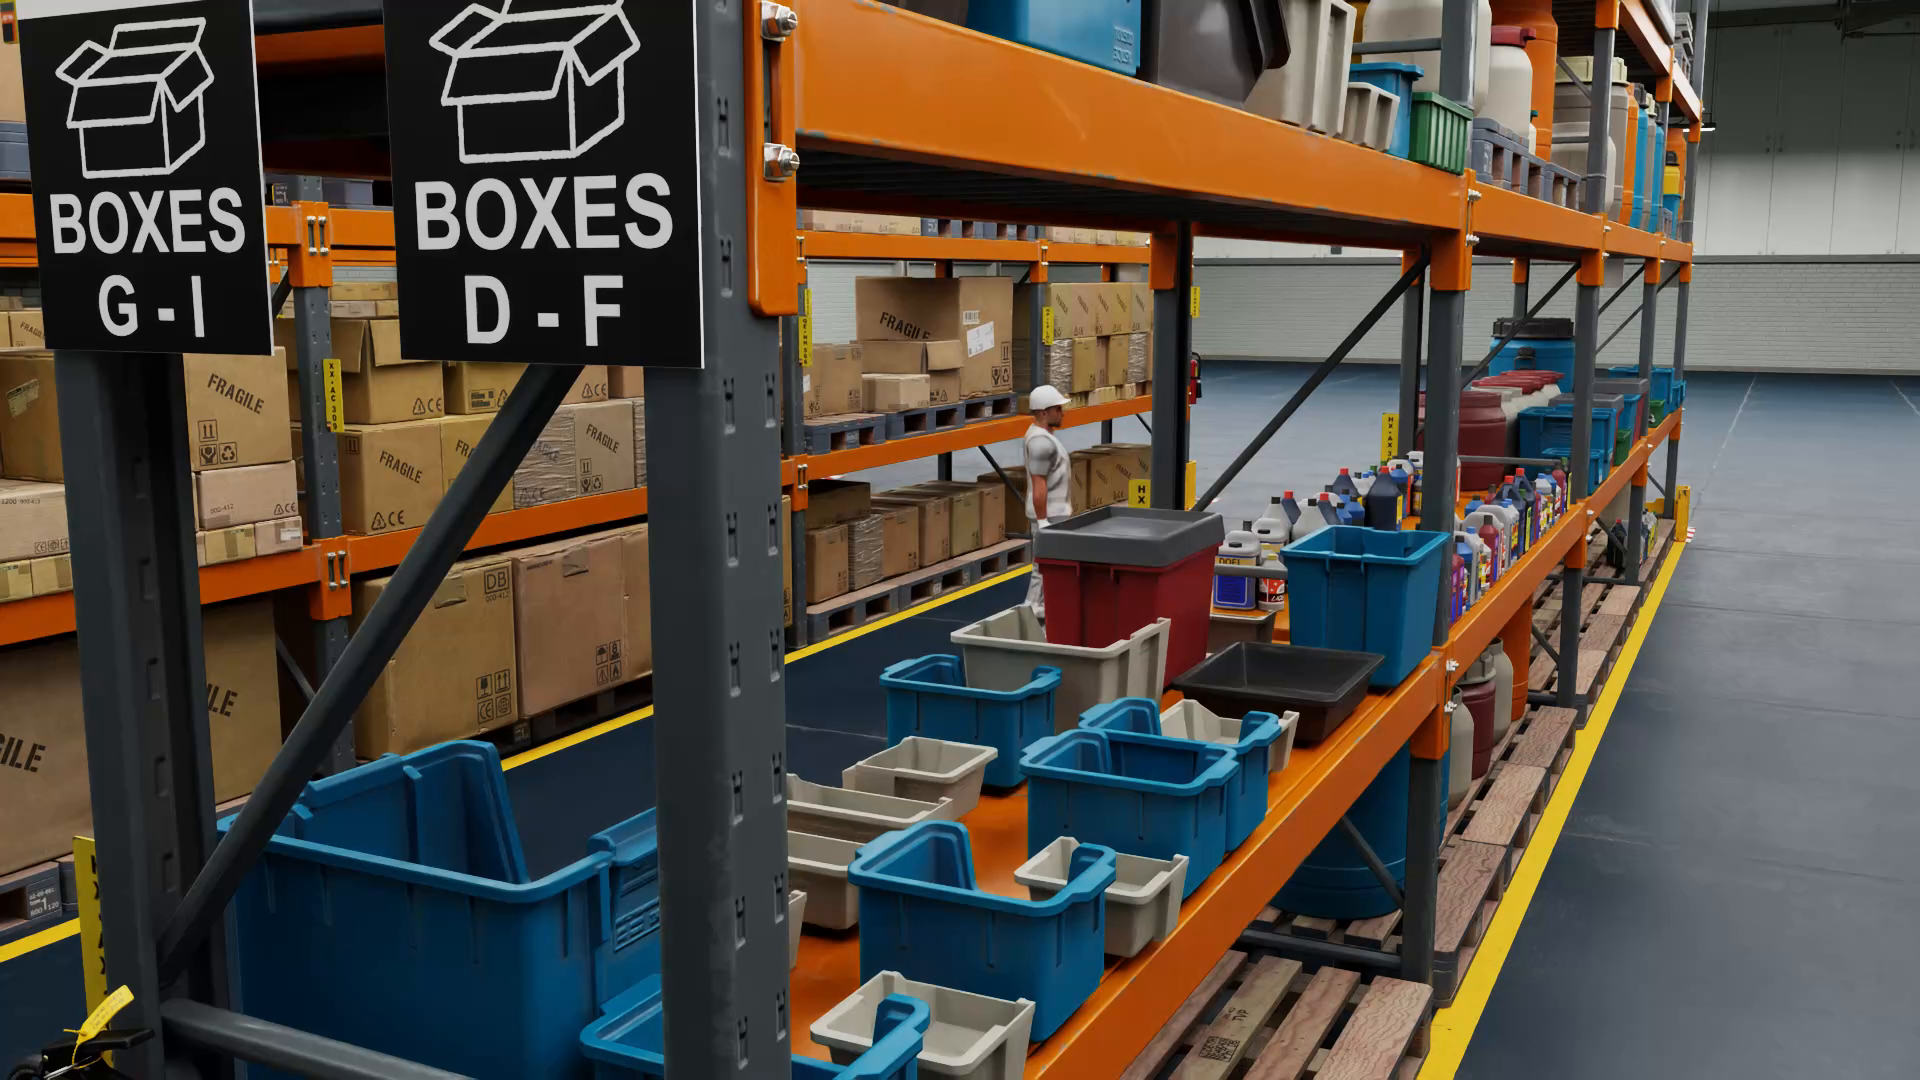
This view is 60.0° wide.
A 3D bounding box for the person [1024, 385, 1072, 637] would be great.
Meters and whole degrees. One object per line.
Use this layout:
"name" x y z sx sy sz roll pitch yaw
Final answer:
"person" 0.717 -0.140 11.118 0.587 1.788 0.577 0 9 2
